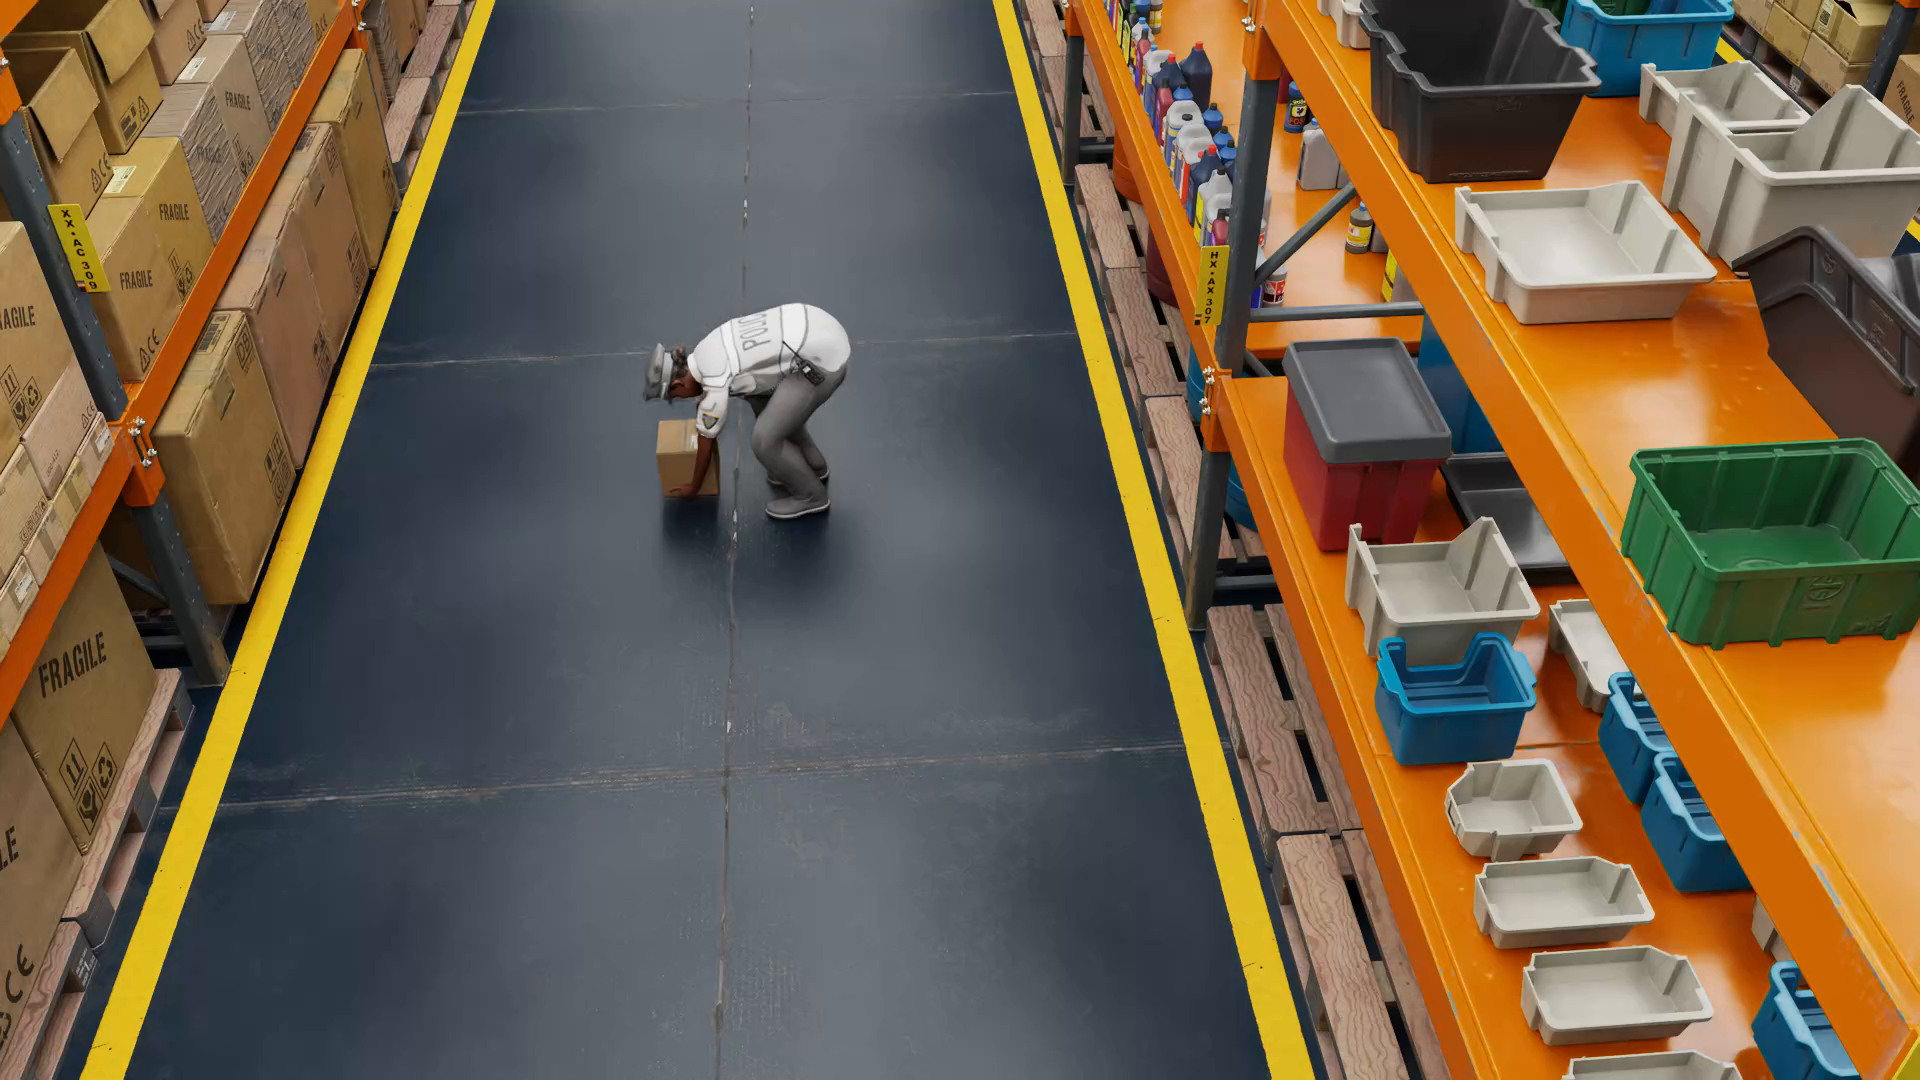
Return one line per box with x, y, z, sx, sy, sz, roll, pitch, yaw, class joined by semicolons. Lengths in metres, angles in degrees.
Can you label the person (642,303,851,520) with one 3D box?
-0.934;-0.565;7.399;0.918;0.962;0.456;-5;40;-6;person
